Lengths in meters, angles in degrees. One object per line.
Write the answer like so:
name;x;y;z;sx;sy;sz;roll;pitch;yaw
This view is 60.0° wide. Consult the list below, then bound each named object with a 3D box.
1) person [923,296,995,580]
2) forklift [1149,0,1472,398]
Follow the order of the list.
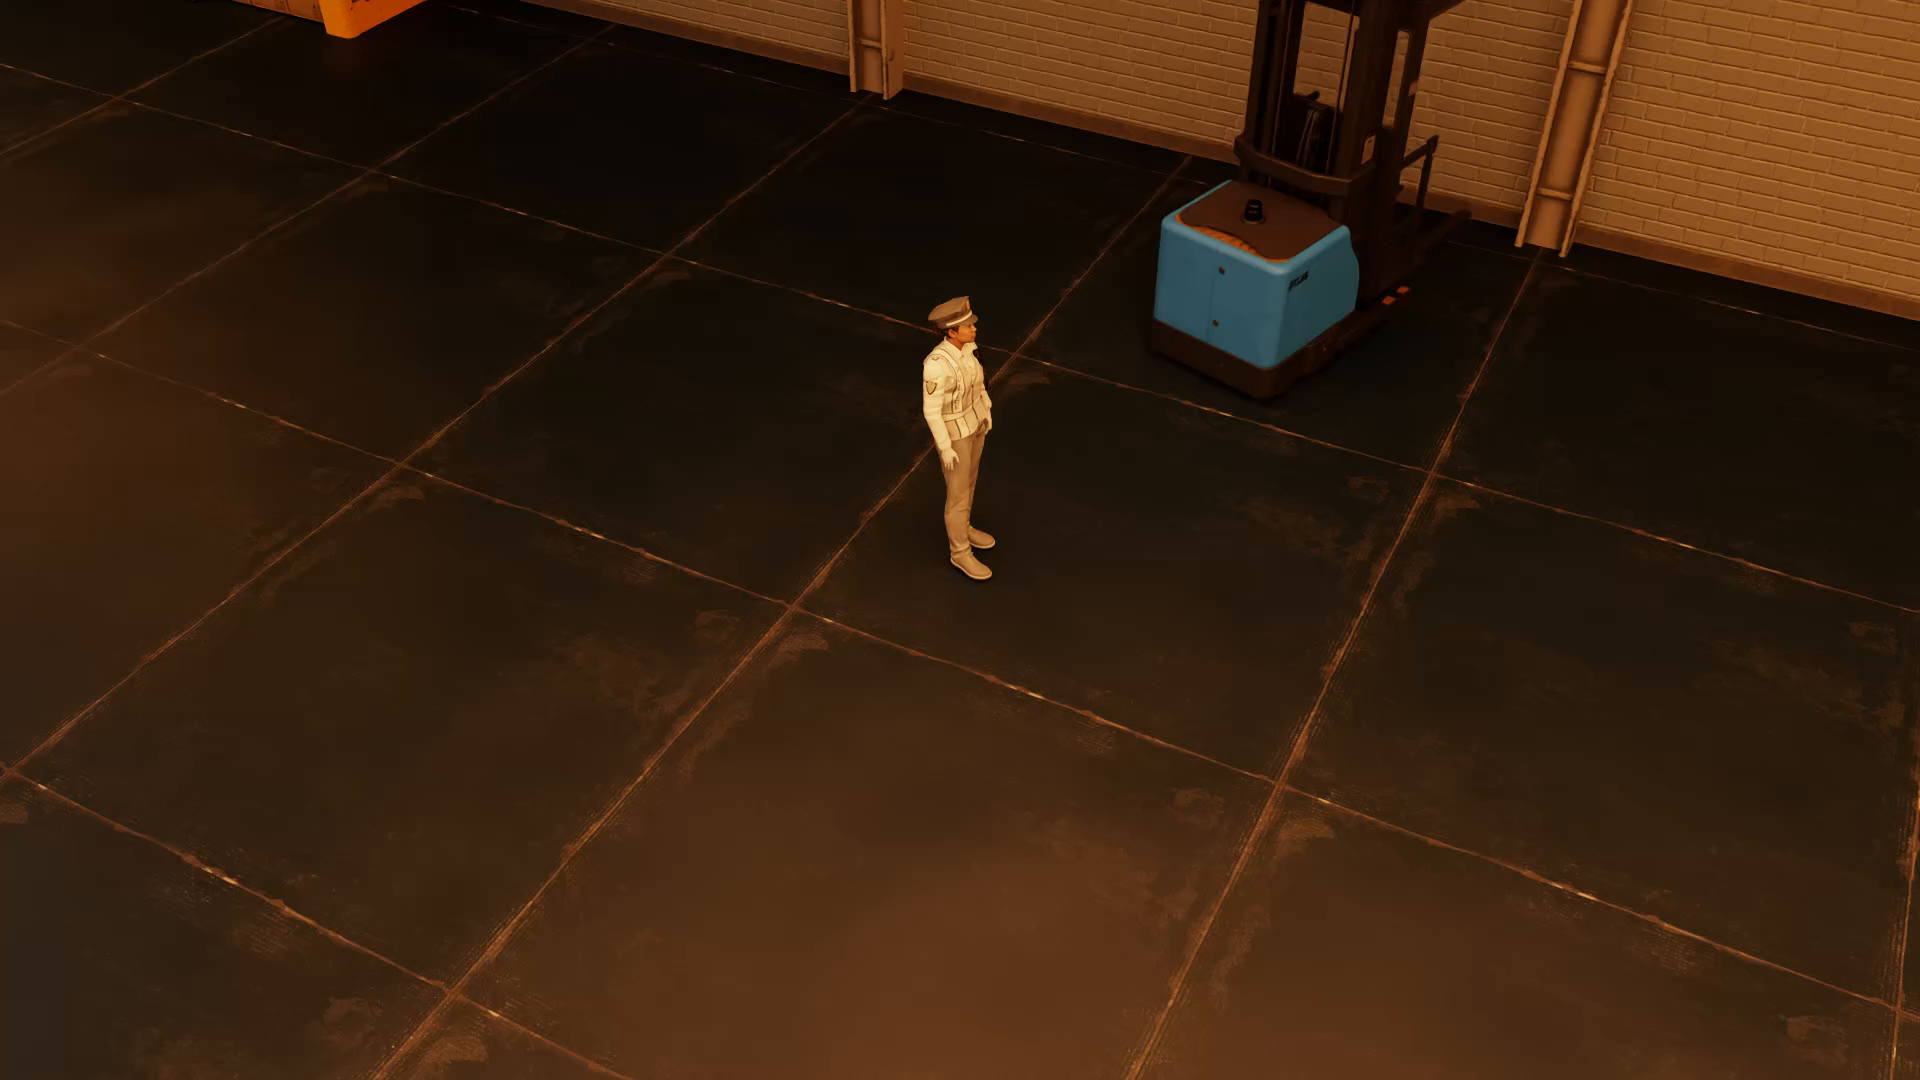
person;0.056;-0.628;9.681;0.531;1.695;0.581;18;43;21
forklift;2.712;-2.941;11.478;1.130;2.935;3.031;31;49;31
